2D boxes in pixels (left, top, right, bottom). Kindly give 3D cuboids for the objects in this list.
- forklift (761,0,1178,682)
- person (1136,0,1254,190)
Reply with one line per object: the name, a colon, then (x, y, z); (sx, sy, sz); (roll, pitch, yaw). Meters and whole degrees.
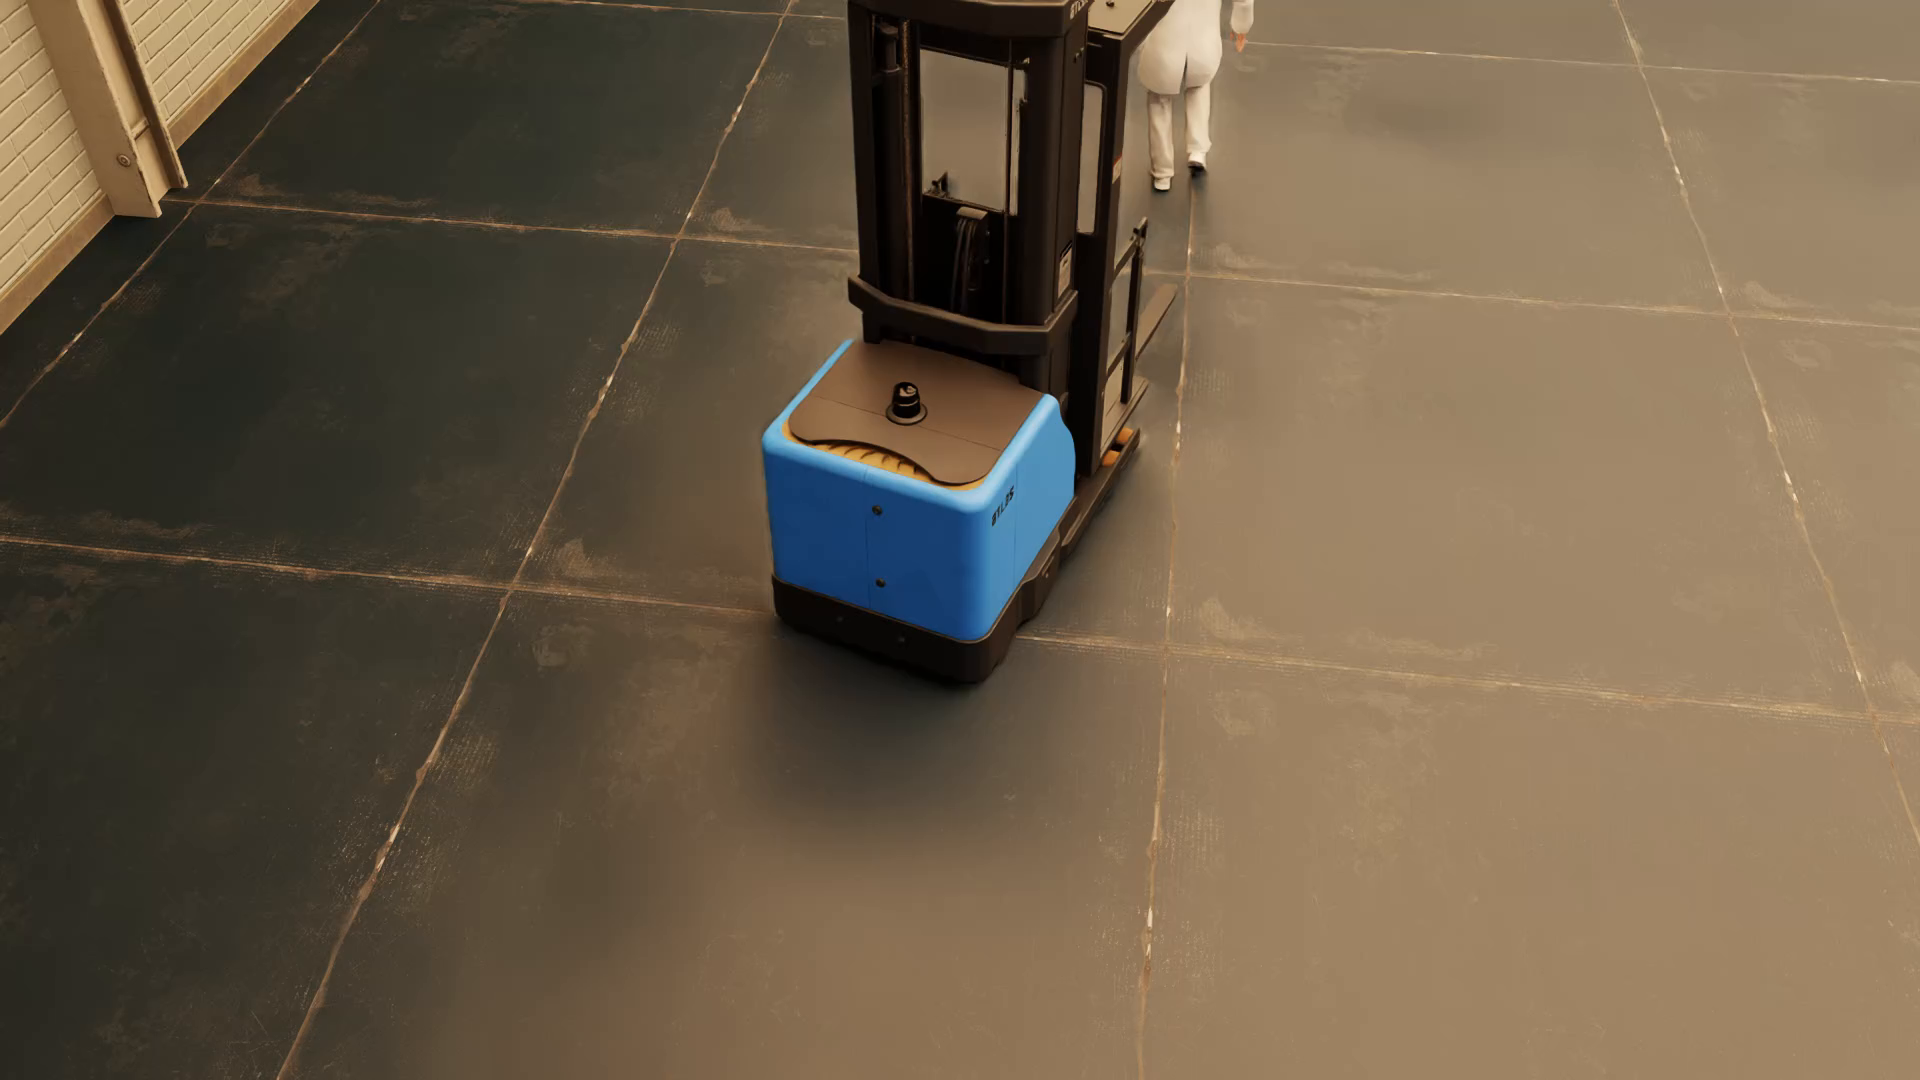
forklift: (0.248, -1.473, 7.328); (1.130, 2.935, 3.031); (17, 45, 18)
person: (1.266, -2.907, 9.791); (0.917, 1.791, 0.486); (-2, 43, -3)
